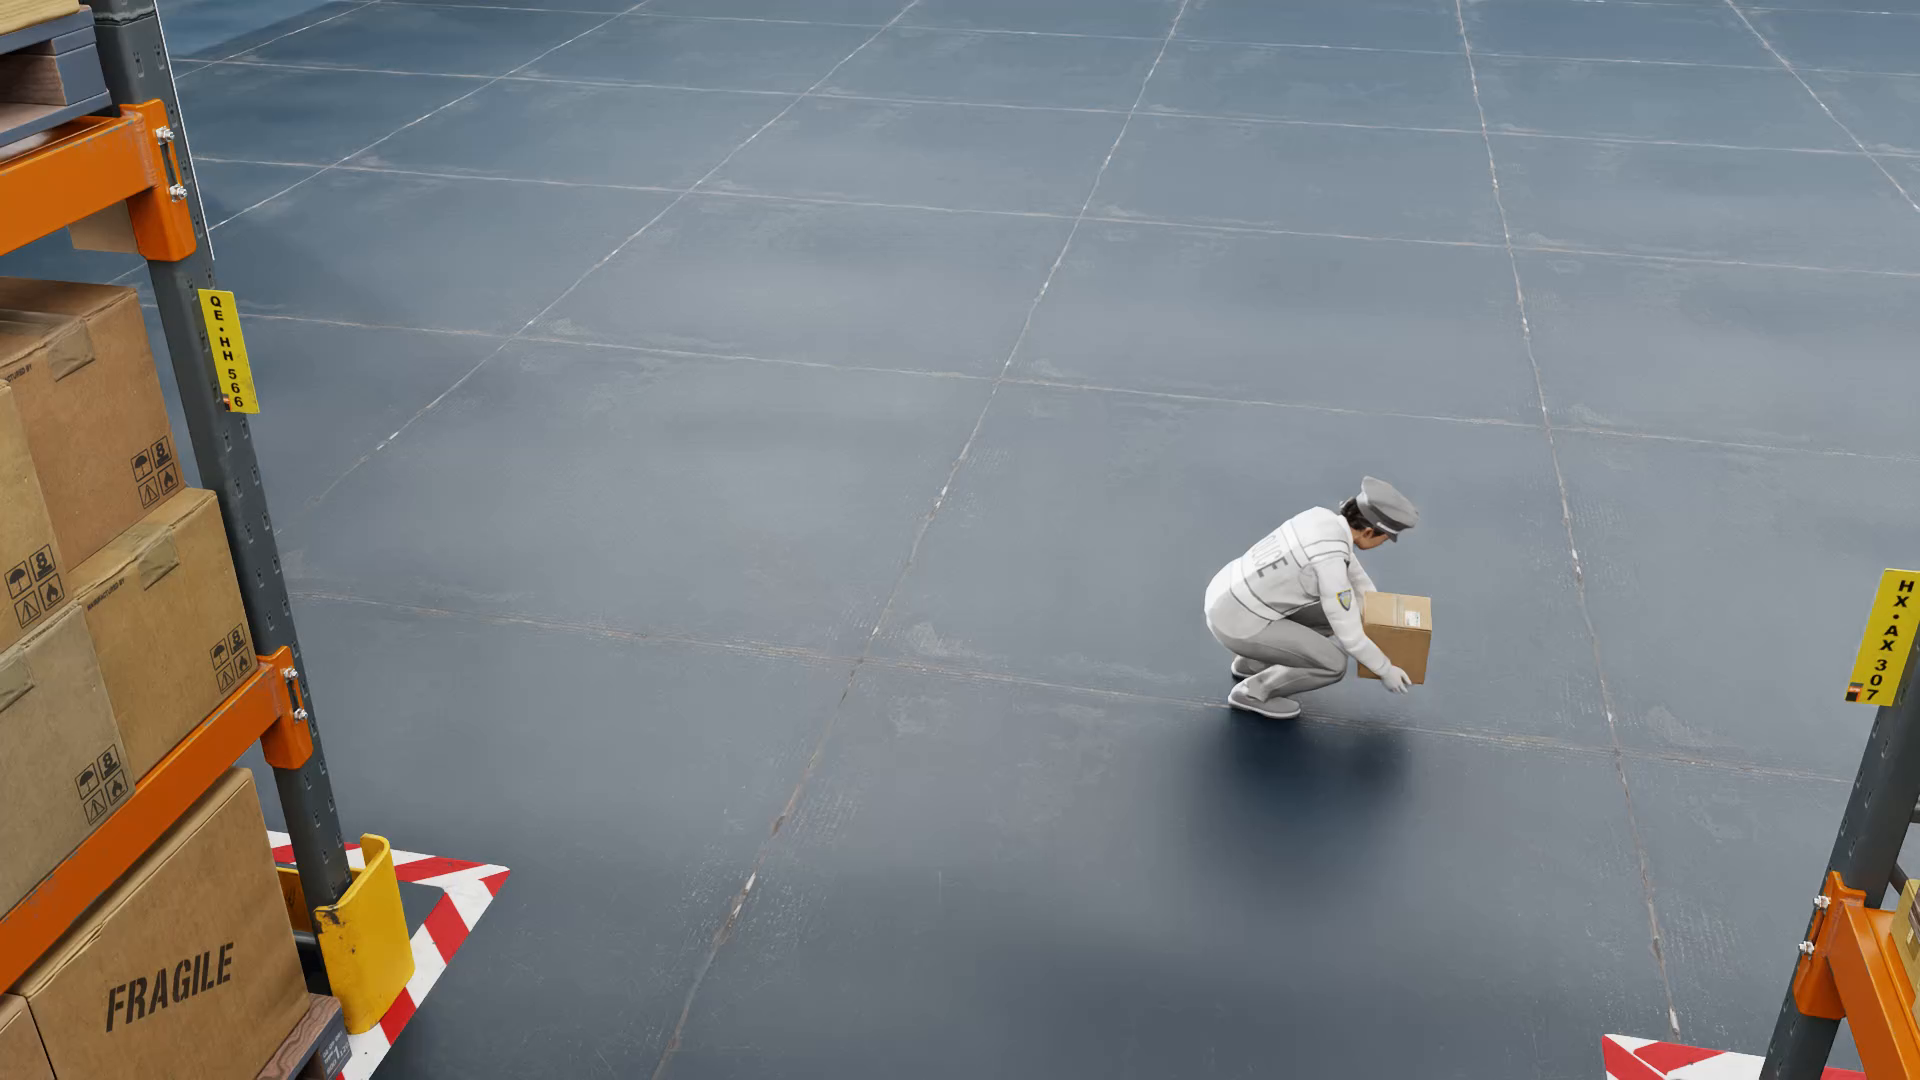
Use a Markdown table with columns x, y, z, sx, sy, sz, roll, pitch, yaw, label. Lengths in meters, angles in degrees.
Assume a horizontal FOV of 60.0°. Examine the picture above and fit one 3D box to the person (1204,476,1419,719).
| x | y | z | sx | sy | sz | roll | pitch | yaw | label |
| --- | --- | --- | --- | --- | --- | --- | --- | --- | --- |
| 1.369 | 0.220 | 6.466 | 0.817 | 0.966 | 0.502 | 6 | 29 | 10 | person |
